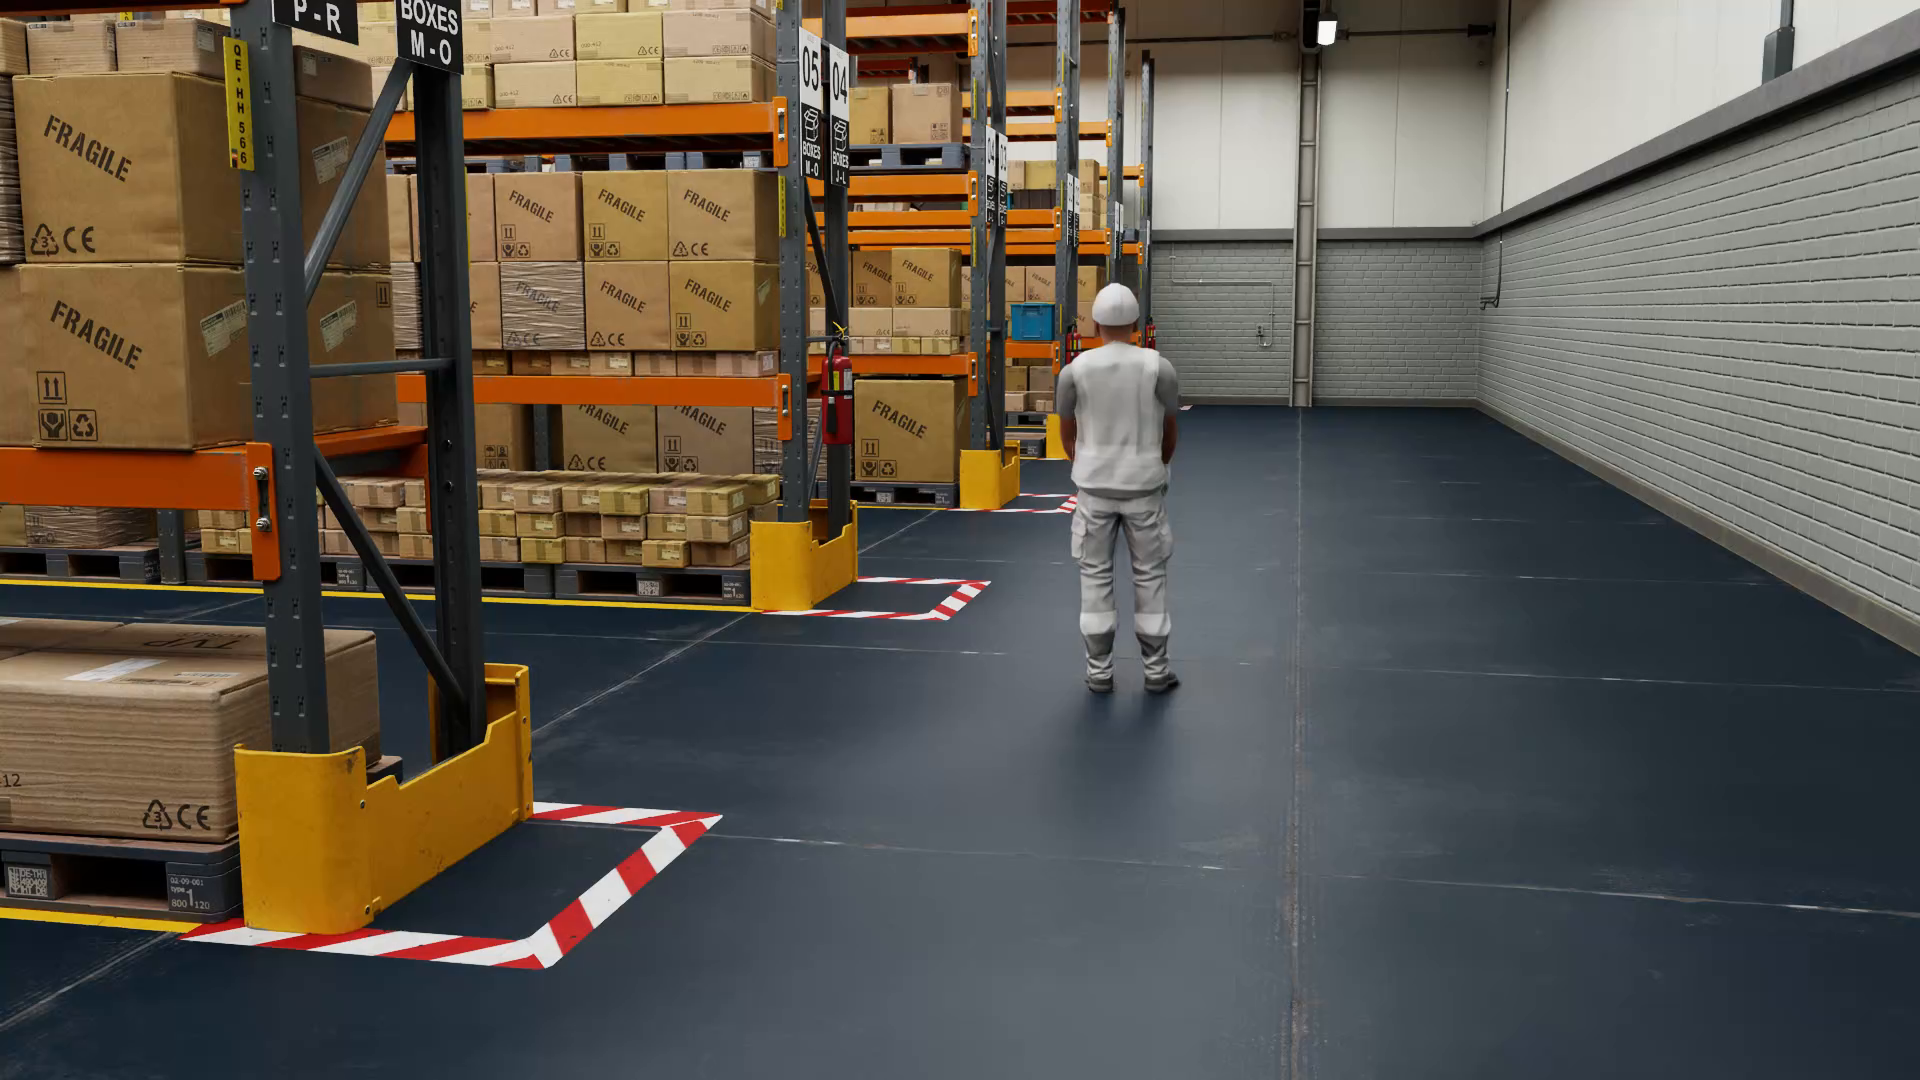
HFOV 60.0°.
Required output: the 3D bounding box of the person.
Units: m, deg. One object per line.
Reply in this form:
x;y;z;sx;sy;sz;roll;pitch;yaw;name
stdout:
0.703;-0.226;7.343;0.542;1.794;0.498;1;8;9;person
